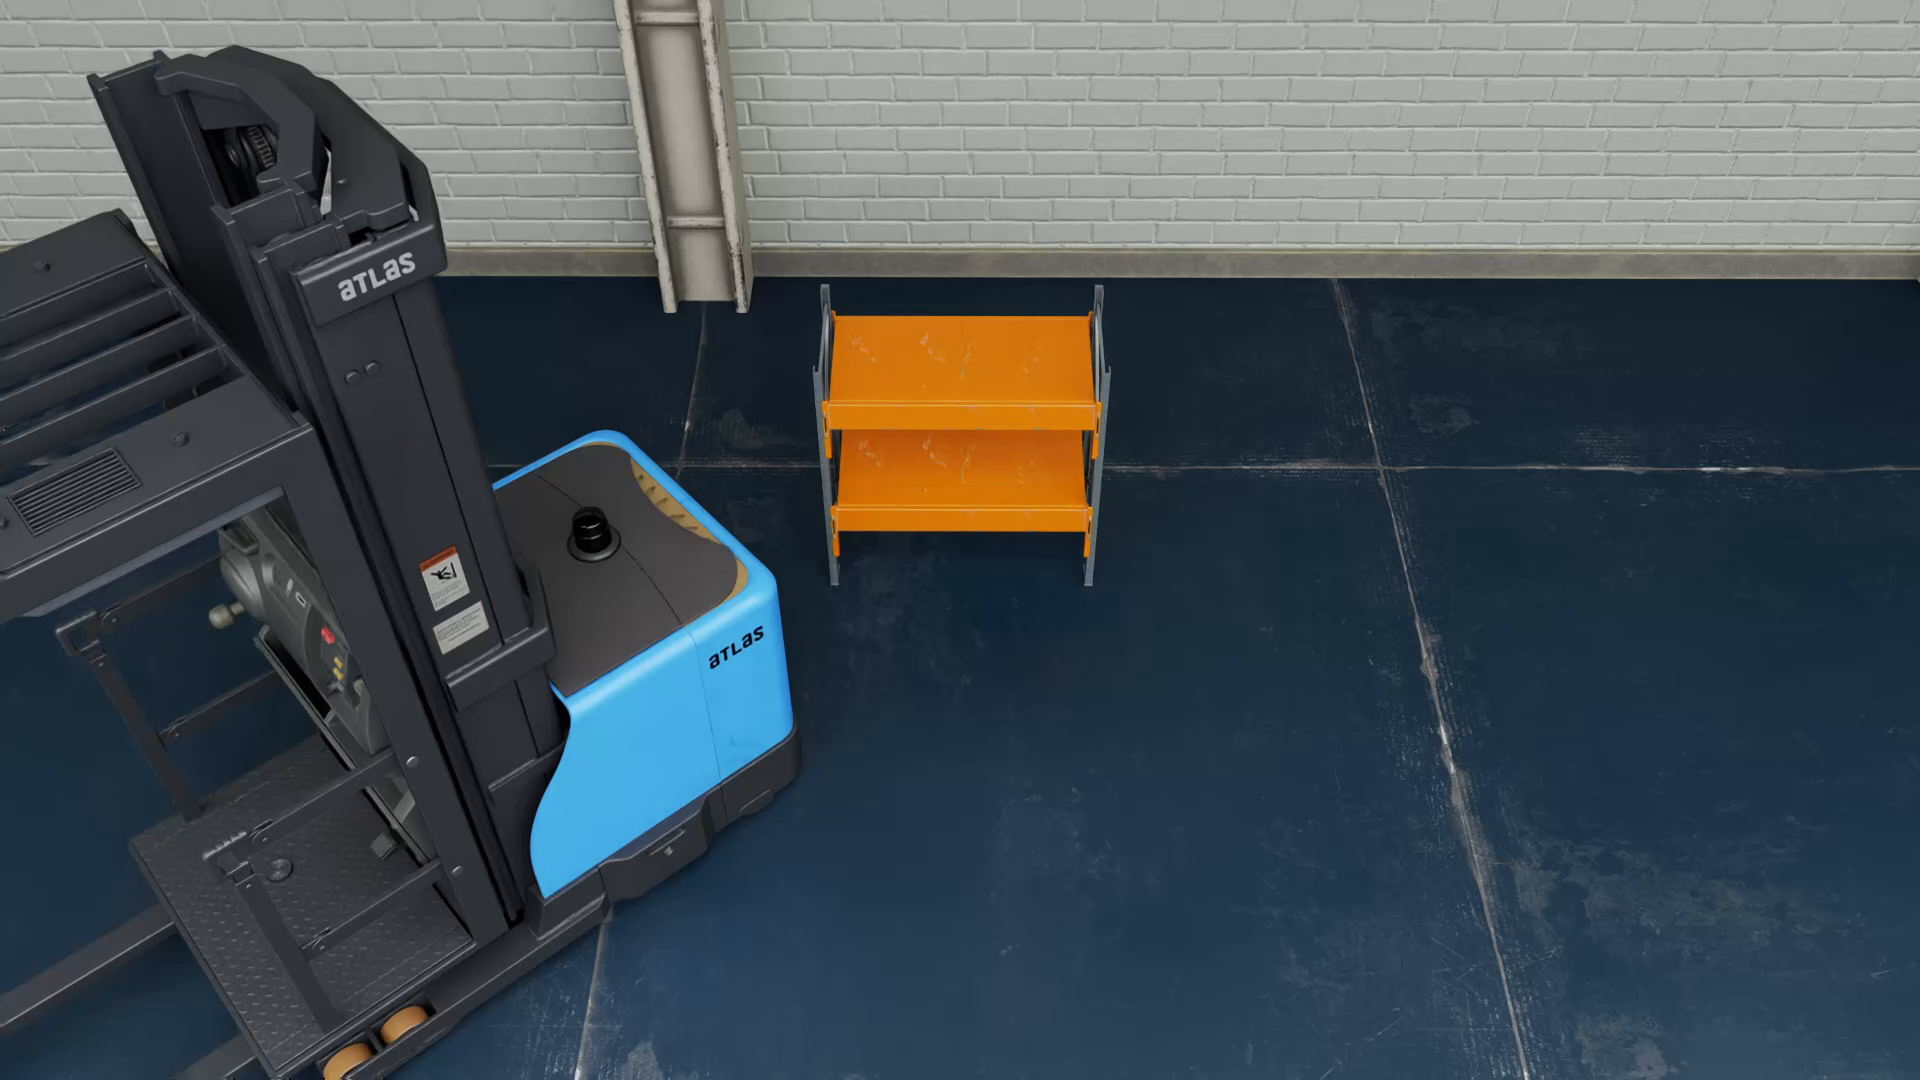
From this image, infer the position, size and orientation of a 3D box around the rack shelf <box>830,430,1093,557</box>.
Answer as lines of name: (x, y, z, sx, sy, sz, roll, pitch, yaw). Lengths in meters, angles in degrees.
rack shelf: (0.007, -0.217, 6.598, 1.000, 0.278, 0.538, 0, 47, 0)

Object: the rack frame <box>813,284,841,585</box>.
rack frame: (-0.502, -0.385, 6.420, 0.032, 1.125, 0.500, 0, 47, 0)

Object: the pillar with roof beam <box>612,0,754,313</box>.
pillar with roof beam: (-1.211, -1.099, 1.706, 0.400, 9.000, 9.100, 0, 47, 0)

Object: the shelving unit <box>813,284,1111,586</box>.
shelving unit: (0.007, -0.383, 6.419, 1.048, 1.125, 0.538, 0, 47, 0)

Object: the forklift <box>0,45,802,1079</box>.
forklift: (-2.010, 0.301, 4.548, 3.031, 2.935, 1.130, -33, 55, -27)

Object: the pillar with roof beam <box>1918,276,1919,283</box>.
pillar with roof beam: (4.789, -1.082, 1.690, 0.400, 9.000, 9.100, 0, 47, 0)

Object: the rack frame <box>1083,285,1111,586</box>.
rack frame: (0.515, -0.382, 6.418, 0.032, 1.125, 0.500, 0, 47, 0)

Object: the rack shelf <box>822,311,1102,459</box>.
rack shelf: (0.007, -0.583, 6.205, 1.000, 0.278, 0.538, 0, 47, 0)
